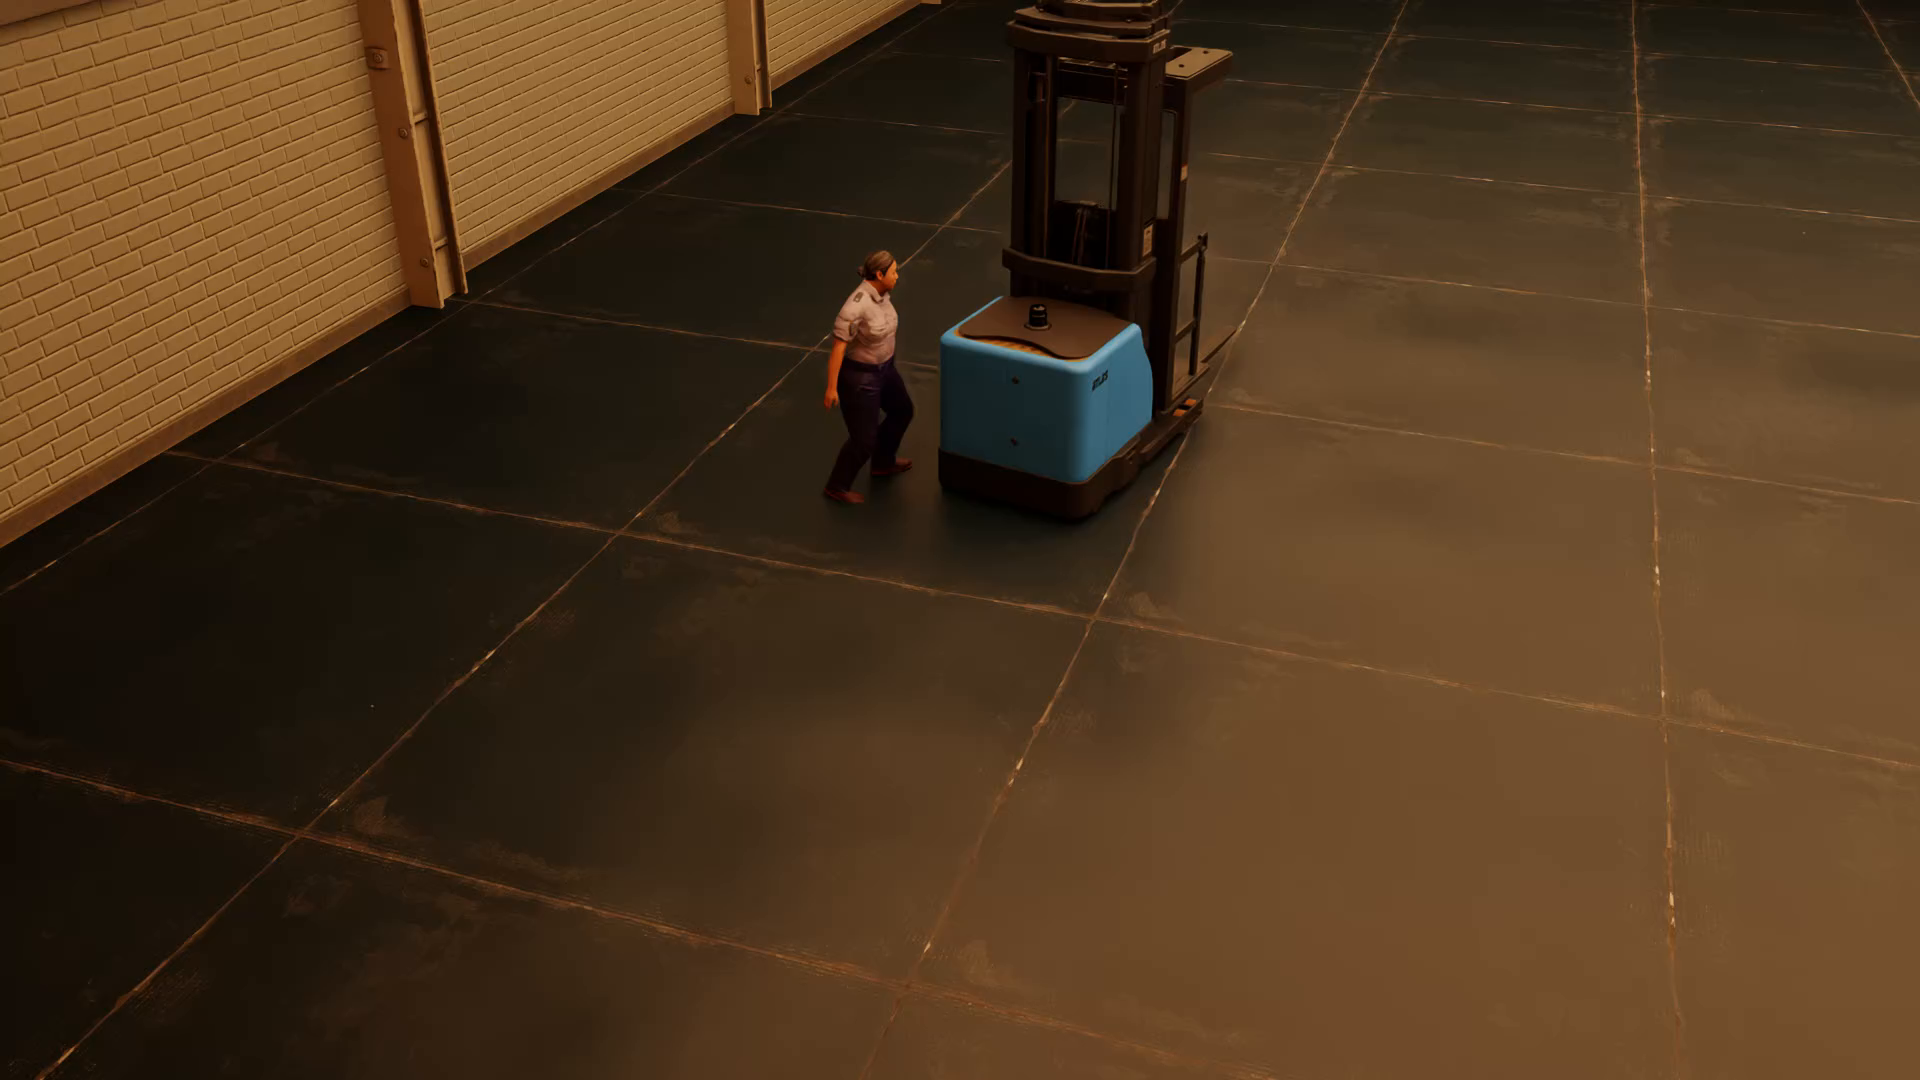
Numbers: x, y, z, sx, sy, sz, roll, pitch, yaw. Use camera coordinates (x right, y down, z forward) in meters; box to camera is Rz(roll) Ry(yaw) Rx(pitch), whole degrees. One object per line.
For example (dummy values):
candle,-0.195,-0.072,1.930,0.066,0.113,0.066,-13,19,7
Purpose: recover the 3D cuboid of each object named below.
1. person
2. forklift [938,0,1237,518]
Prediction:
person,-0.590,-1.009,10.293,0.422,1.629,0.836,13,32,22
forklift,1.029,-2.104,10.827,1.130,2.935,3.031,16,33,26
